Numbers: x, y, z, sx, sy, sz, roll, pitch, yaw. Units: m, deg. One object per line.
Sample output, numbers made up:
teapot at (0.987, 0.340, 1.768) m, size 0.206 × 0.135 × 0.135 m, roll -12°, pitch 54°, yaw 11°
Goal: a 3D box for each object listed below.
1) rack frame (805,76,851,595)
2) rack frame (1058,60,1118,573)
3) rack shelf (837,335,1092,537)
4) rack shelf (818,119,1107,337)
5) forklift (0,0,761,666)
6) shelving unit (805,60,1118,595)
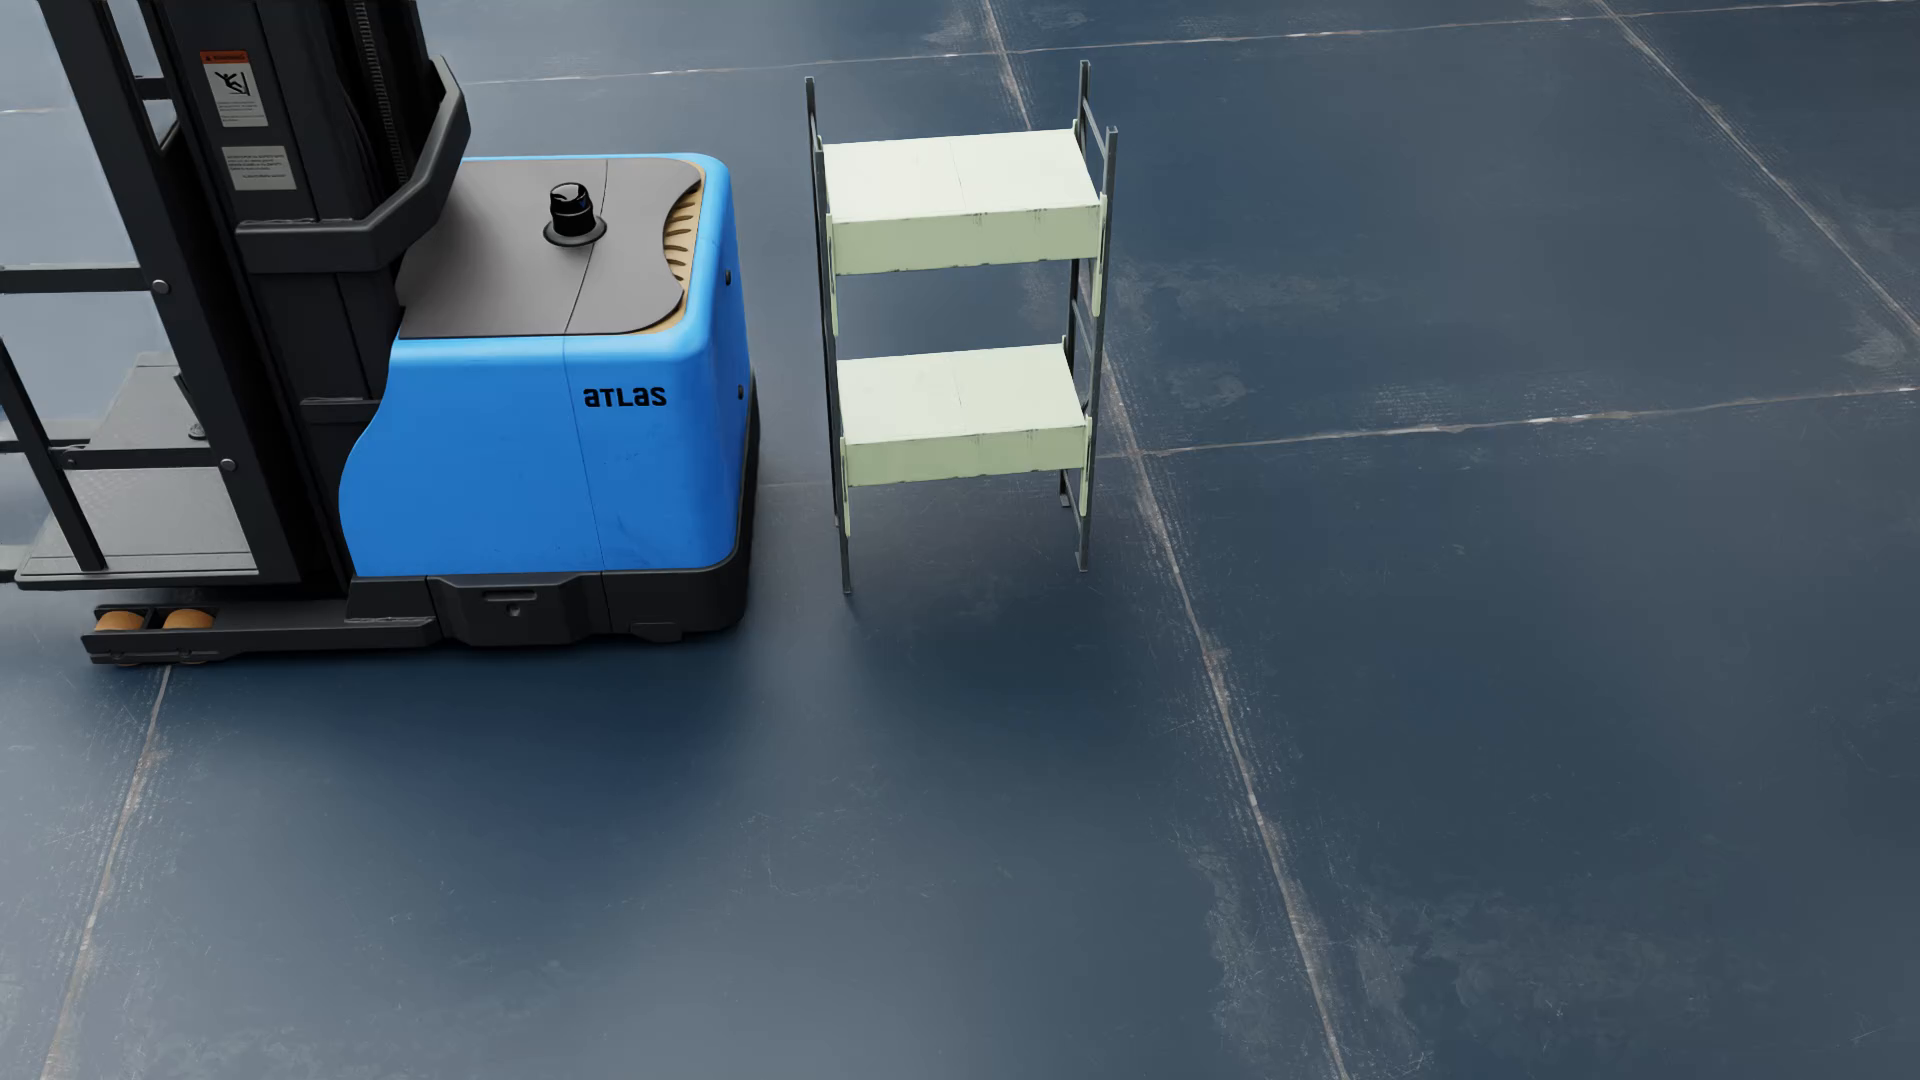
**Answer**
rack frame at (-0.370, -0.525, 4.712) m, size 0.023 × 1.500 × 0.400 m, roll -5°, pitch 42°, yaw -6°
rack frame at (0.356, -0.588, 4.782) m, size 0.023 × 1.500 × 0.400 m, roll -5°, pitch 42°, yaw -6°
rack shelf at (-0.007, -0.314, 4.965) m, size 0.720 × 0.370 × 0.431 m, roll -5°, pitch 42°, yaw -6°
rack shelf at (-0.007, -0.846, 4.486) m, size 0.720 × 0.370 × 0.431 m, roll -5°, pitch 42°, yaw -6°
forklift at (-2.164, -1.084, 4.264) m, size 3.031 × 2.935 × 1.130 m, roll -1°, pitch 42°, yaw -2°
shelving unit at (-0.007, -0.556, 4.747) m, size 0.755 × 1.500 × 0.431 m, roll -5°, pitch 42°, yaw -6°
